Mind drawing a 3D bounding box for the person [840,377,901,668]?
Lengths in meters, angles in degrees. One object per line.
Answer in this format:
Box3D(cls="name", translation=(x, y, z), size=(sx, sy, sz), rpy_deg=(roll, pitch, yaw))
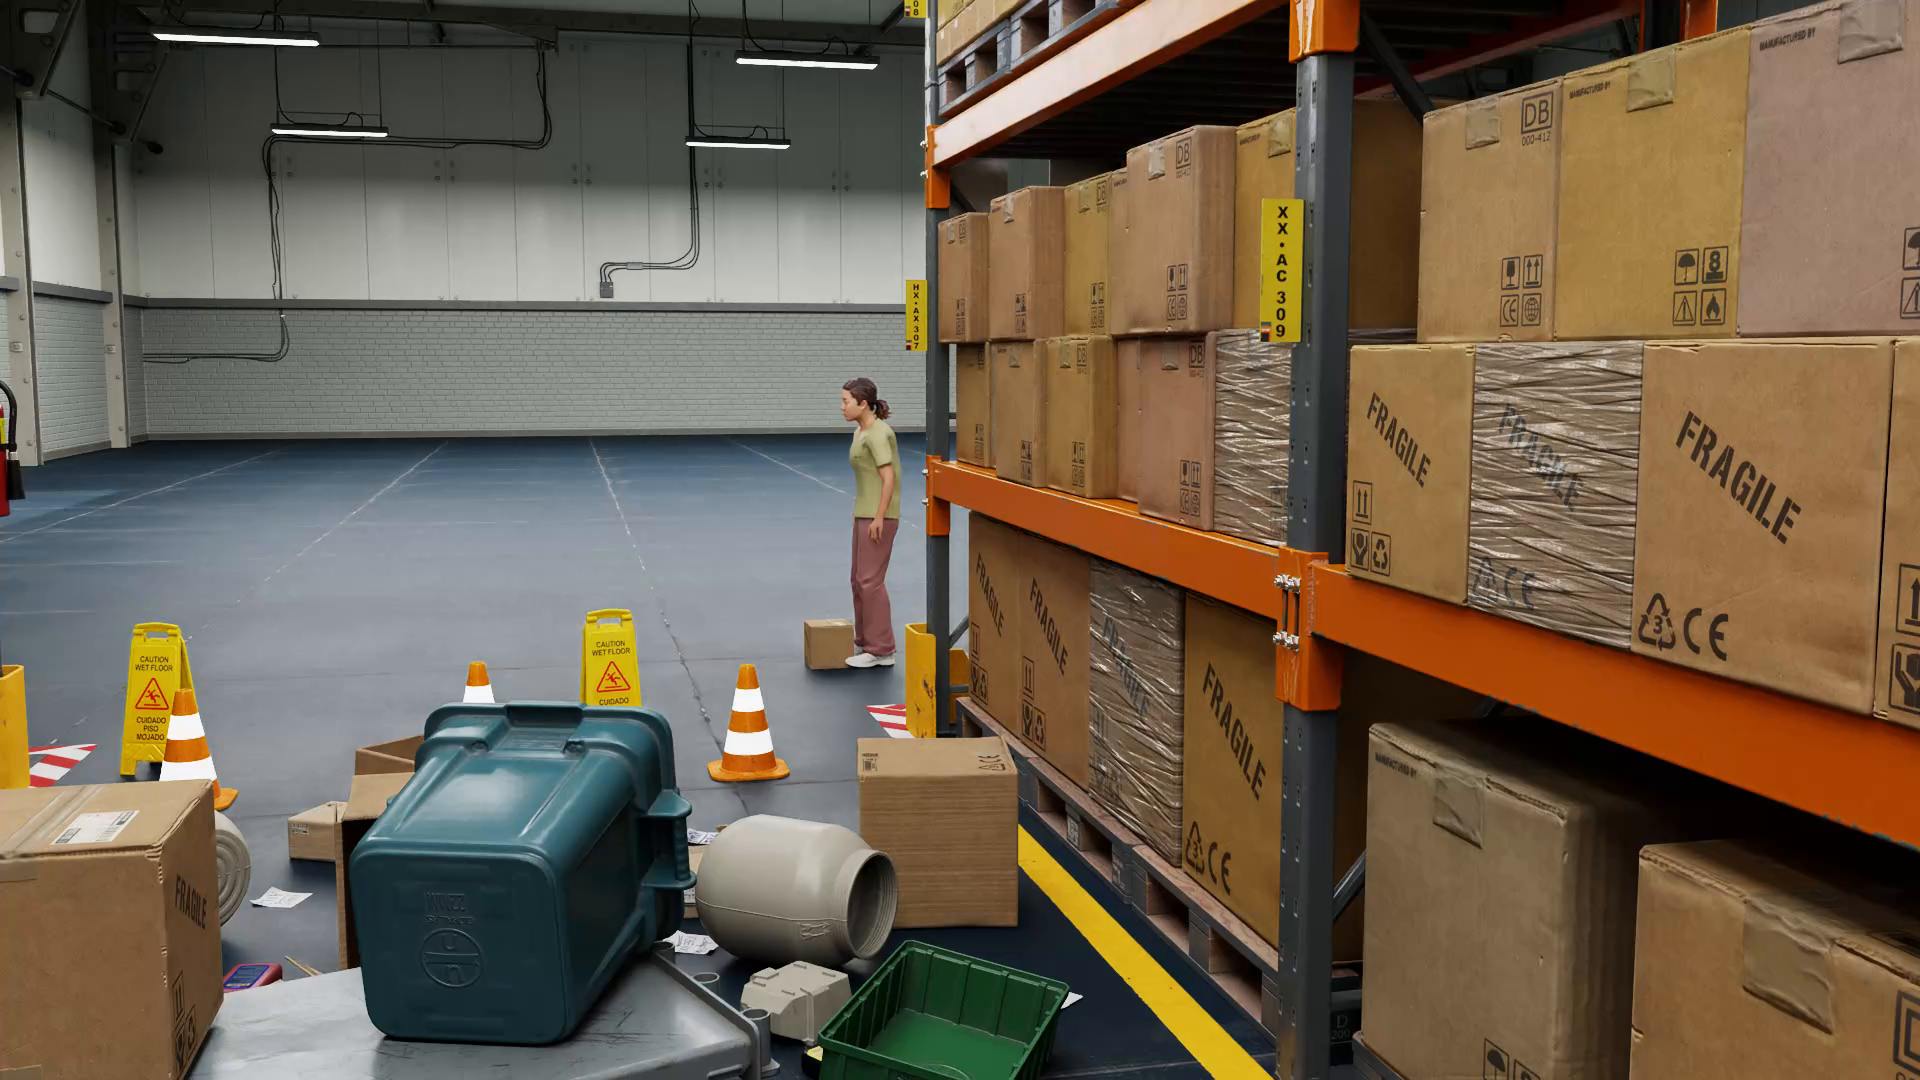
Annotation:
Box3D(cls="person", translation=(-0.525, -0.110, 9.656), size=(0.354, 1.672, 0.507), rpy_deg=(-2, 6, -15))
